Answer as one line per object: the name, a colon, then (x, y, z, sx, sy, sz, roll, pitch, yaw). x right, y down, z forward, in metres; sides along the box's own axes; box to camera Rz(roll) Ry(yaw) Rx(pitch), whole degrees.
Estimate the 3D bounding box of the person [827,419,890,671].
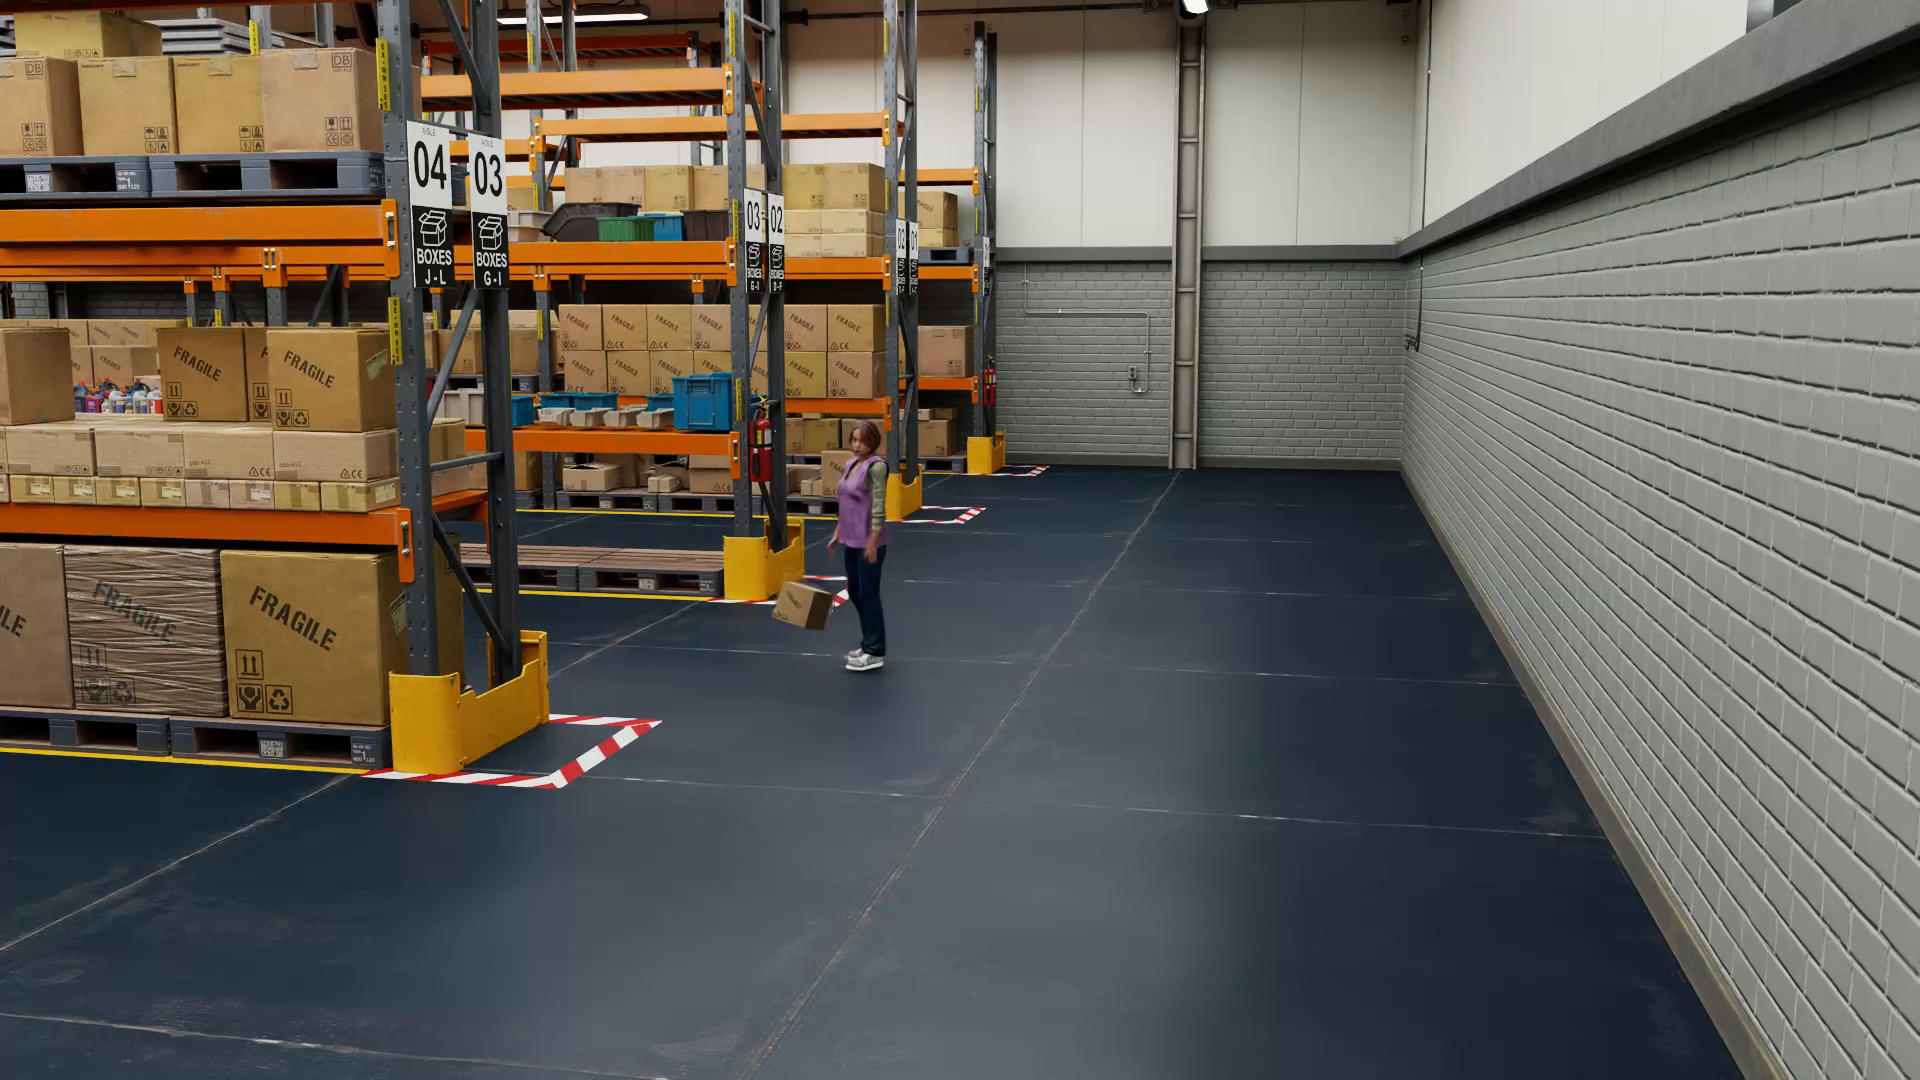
person: (-0.636, 0.029, 10.558, 0.363, 1.600, 0.549, -5, 9, -29)
